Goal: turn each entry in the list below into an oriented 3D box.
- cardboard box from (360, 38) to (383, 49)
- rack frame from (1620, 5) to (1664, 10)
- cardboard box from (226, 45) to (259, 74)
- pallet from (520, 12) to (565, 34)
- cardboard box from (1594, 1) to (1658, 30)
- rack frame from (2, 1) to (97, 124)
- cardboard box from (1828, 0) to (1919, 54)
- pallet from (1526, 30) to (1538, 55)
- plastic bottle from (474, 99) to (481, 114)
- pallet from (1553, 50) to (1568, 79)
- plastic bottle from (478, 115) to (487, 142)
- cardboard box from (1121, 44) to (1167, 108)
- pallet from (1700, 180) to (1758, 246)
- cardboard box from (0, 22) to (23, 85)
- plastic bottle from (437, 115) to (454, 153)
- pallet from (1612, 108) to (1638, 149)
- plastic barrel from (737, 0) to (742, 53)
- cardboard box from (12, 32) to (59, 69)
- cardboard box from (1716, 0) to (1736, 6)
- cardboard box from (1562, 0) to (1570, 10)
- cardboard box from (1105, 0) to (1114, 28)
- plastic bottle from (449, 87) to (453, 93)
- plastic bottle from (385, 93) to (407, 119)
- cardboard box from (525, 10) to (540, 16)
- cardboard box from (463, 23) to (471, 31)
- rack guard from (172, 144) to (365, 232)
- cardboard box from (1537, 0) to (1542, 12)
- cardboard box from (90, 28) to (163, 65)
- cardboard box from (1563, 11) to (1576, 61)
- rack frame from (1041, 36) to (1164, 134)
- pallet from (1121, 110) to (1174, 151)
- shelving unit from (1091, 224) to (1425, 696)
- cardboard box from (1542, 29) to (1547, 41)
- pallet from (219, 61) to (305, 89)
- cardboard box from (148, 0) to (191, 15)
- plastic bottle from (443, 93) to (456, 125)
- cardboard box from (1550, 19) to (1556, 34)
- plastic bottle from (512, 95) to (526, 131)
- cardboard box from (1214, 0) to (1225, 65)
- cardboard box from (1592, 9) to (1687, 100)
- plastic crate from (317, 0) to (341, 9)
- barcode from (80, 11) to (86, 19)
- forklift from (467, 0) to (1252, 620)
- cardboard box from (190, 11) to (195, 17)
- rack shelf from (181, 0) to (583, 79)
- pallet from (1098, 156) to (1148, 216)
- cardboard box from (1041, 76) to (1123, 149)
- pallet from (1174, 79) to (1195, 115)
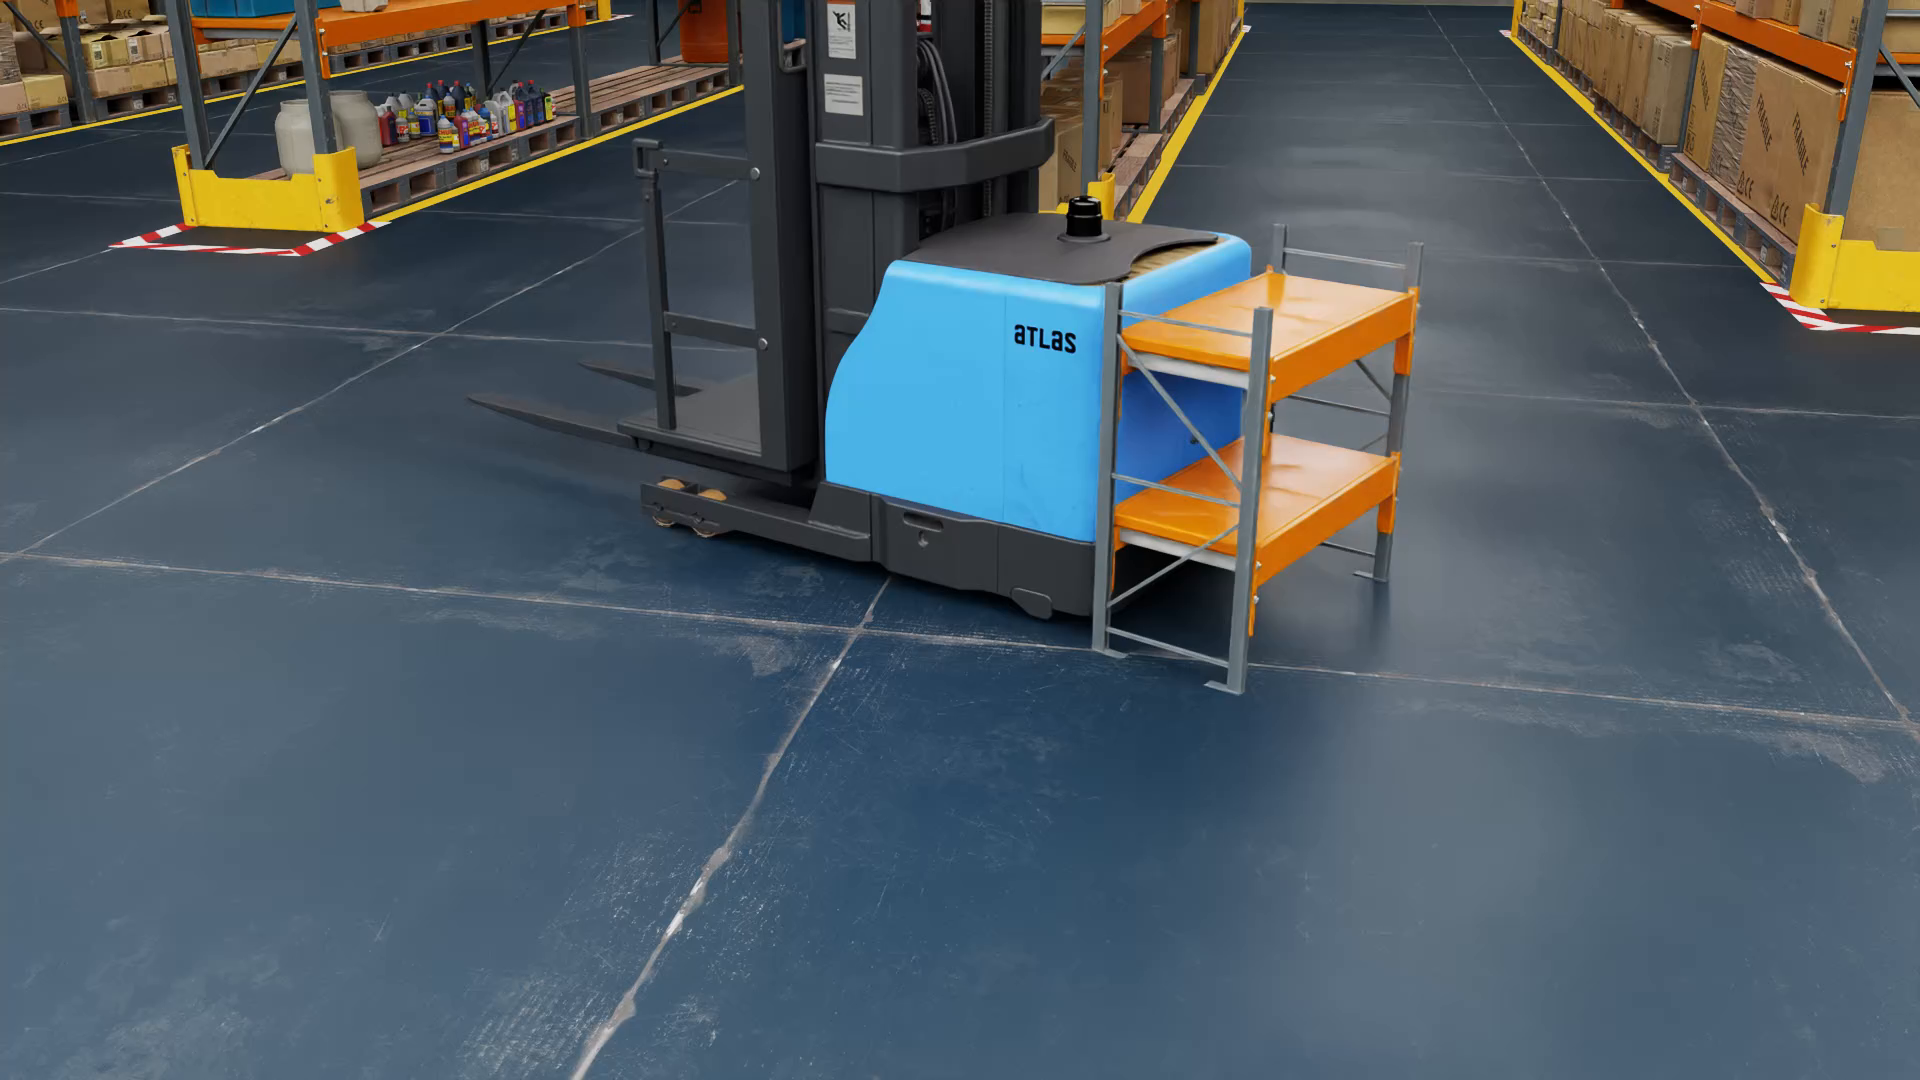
[{"bbox_3d":[-7.275,-6.151,19.868,0.500,0.500,0.500,4,22,9],"label":"cardboard box"},{"bbox_3d":[6.783,-5.598,15.738,1.000,3.000,0.127,4,22,11],"label":"rack frame"},{"bbox_3d":[-7.825,-5.105,17.633,0.500,0.250,0.500,5,22,12],"label":"cardboard box"},{"bbox_3d":[-6.545,-7.637,24.535,1.003,0.211,1.213,4,22,11],"label":"pallet"},{"bbox_3d":[6.666,-5.251,16.657,0.500,0.250,0.500,4,22,10],"label":"cardboard box"},{"bbox_3d":[-8.565,-5.307,15.015,1.000,3.000,0.127,4,22,11],"label":"rack frame"},{"bbox_3d":[5.182,-2.881,8.791,0.875,0.550,0.550,4,22,11],"label":"cardboard box"},{"bbox_3d":[7.948,-6.463,21.619,1.003,0.211,1.213,4,22,11],"label":"pallet"},{"bbox_3d":[-3.813,-3.375,13.265,0.061,0.283,0.133,4,22,11],"label":"plastic bottle"},{"bbox_3d":[7.442,-5.482,19.184,1.003,0.211,1.213,4,22,11],"label":"pallet"},{"bbox_3d":[-3.748,-3.208,12.961,0.097,0.201,0.097,0,22,0],"label":"plastic bottle"},{"bbox_3d":[1.508,-4.195,15.012,0.700,0.500,0.500,3,22,6],"label":"cardboard box"},{"bbox_3d":[5.488,-2.122,10.840,1.003,0.211,1.213,4,22,11],"label":"pallet"},{"bbox_3d":[-8.559,-4.206,14.395,0.500,0.500,0.500,4,22,11],"label":"cardboard box"},{"bbox_3d":[-3.858,-3.043,12.456,0.097,0.271,0.097,0,22,0],"label":"plastic bottle"},{"bbox_3d":[6.297,-3.577,14.453,1.003,0.211,1.213,4,22,11],"label":"pallet"},{"bbox_3d":[-2.587,-6.060,19.551,0.600,0.588,0.708,4,22,11],"label":"plastic barrel"},{"bbox_3d":[-8.763,-4.656,15.767,0.500,0.311,0.500,4,22,11],"label":"cardboard box"},{"bbox_3d":[5.903,-4.069,11.740,0.875,0.550,0.550,4,22,11],"label":"cardboard box"},{"bbox_3d":[7.190,-6.194,18.998,0.500,0.250,0.500,3,22,9],"label":"cardboard box"},{"bbox_3d":[0.743,-3.237,10.212,0.380,0.149,0.250,4,22,11],"label":"cardboard box"},{"bbox_3d":[-4.250,-3.665,13.995,0.152,0.276,0.135,5,23,13],"label":"plastic bottle"},{"bbox_3d":[-4.451,-3.347,13.106,0.144,0.351,0.185,5,23,13],"label":"plastic bottle"},{"bbox_3d":[-6.555,-7.966,24.371,0.797,0.503,0.637,4,22,11],"label":"cardboard box"},{"bbox_3d":[-6.753,-7.075,22.162,0.500,0.500,0.500,4,22,11],"label":"cardboard box"},{"bbox_3d":[-4.564,-2.337,10.986,1.175,0.500,0.348,4,22,11],"label":"rack guard"},{"bbox_3d":[7.611,-6.842,21.284,0.380,0.149,0.250,4,22,9],"label":"cardboard box"},{"bbox_3d":[-8.130,-4.801,16.127,0.500,0.311,0.500,4,22,10],"label":"cardboard box"},{"bbox_3d":[7.082,-5.652,18.657,0.500,0.500,0.500,5,23,13],"label":"cardboard box"},{"bbox_3d":[1.132,-4.550,13.136,1.000,3.000,0.127,4,22,11],"label":"rack frame"},{"bbox_3d":[1.289,-3.541,14.364,1.003,0.211,1.213,4,22,11],"label":"pallet"},{"bbox_3d":[0.912,-0.289,5.061,0.538,1.125,1.048,16,27,33],"label":"shelving unit"},{"bbox_3d":[7.471,-6.293,20.717,0.380,0.149,0.250,4,22,9],"label":"cardboard box"},{"bbox_3d":[-7.955,-5.178,18.428,1.003,0.211,1.213,4,22,11],"label":"pallet"},{"bbox_3d":[-11.530,-7.910,24.262,0.700,0.500,0.500,5,22,12],"label":"cardboard box"},{"bbox_3d":[-4.199,-3.540,13.692,0.097,0.271,0.097,0,22,0],"label":"plastic bottle"},{"bbox_3d":[7.352,-6.211,20.115,0.380,0.149,0.250,5,22,12],"label":"cardboard box"},{"bbox_3d":[-3.598,-3.481,13.530,0.061,0.283,0.133,6,23,14],"label":"plastic bottle"},{"bbox_3d":[2.299,-5.798,18.518,1.225,0.875,0.875,5,22,11],"label":"cardboard box"},{"bbox_3d":[6.571,-4.533,15.544,1.050,0.750,0.750,4,22,10],"label":"cardboard box"},{"bbox_3d":[-4.586,-3.839,11.569,0.499,0.251,0.408,4,22,11],"label":"plastic crate"},{"bbox_3d":[-8.106,-4.858,15.373,0.001,0.075,0.075,4,22,11],"label":"barcode"},{"bbox_3d":[-0.538,-1.519,5.701,3.031,2.935,1.130,14,26,31],"label":"forklift"},{"bbox_3d":[-8.243,-5.587,18.079,0.500,0.311,0.500,4,22,10],"label":"cardboard box"},{"bbox_3d":[-4.125,-3.863,12.392,1.077,0.370,4.000,4,22,11],"label":"rack shelf"},{"bbox_3d":[0.783,-2.561,11.929,1.003,0.211,1.213,4,22,11],"label":"pallet"},{"bbox_3d":[0.901,-3.232,12.648,0.500,0.500,0.500,12,25,28],"label":"cardboard box"},{"bbox_3d":[1.787,-4.434,16.580,1.003,0.211,1.213,4,22,11],"label":"pallet"}]
